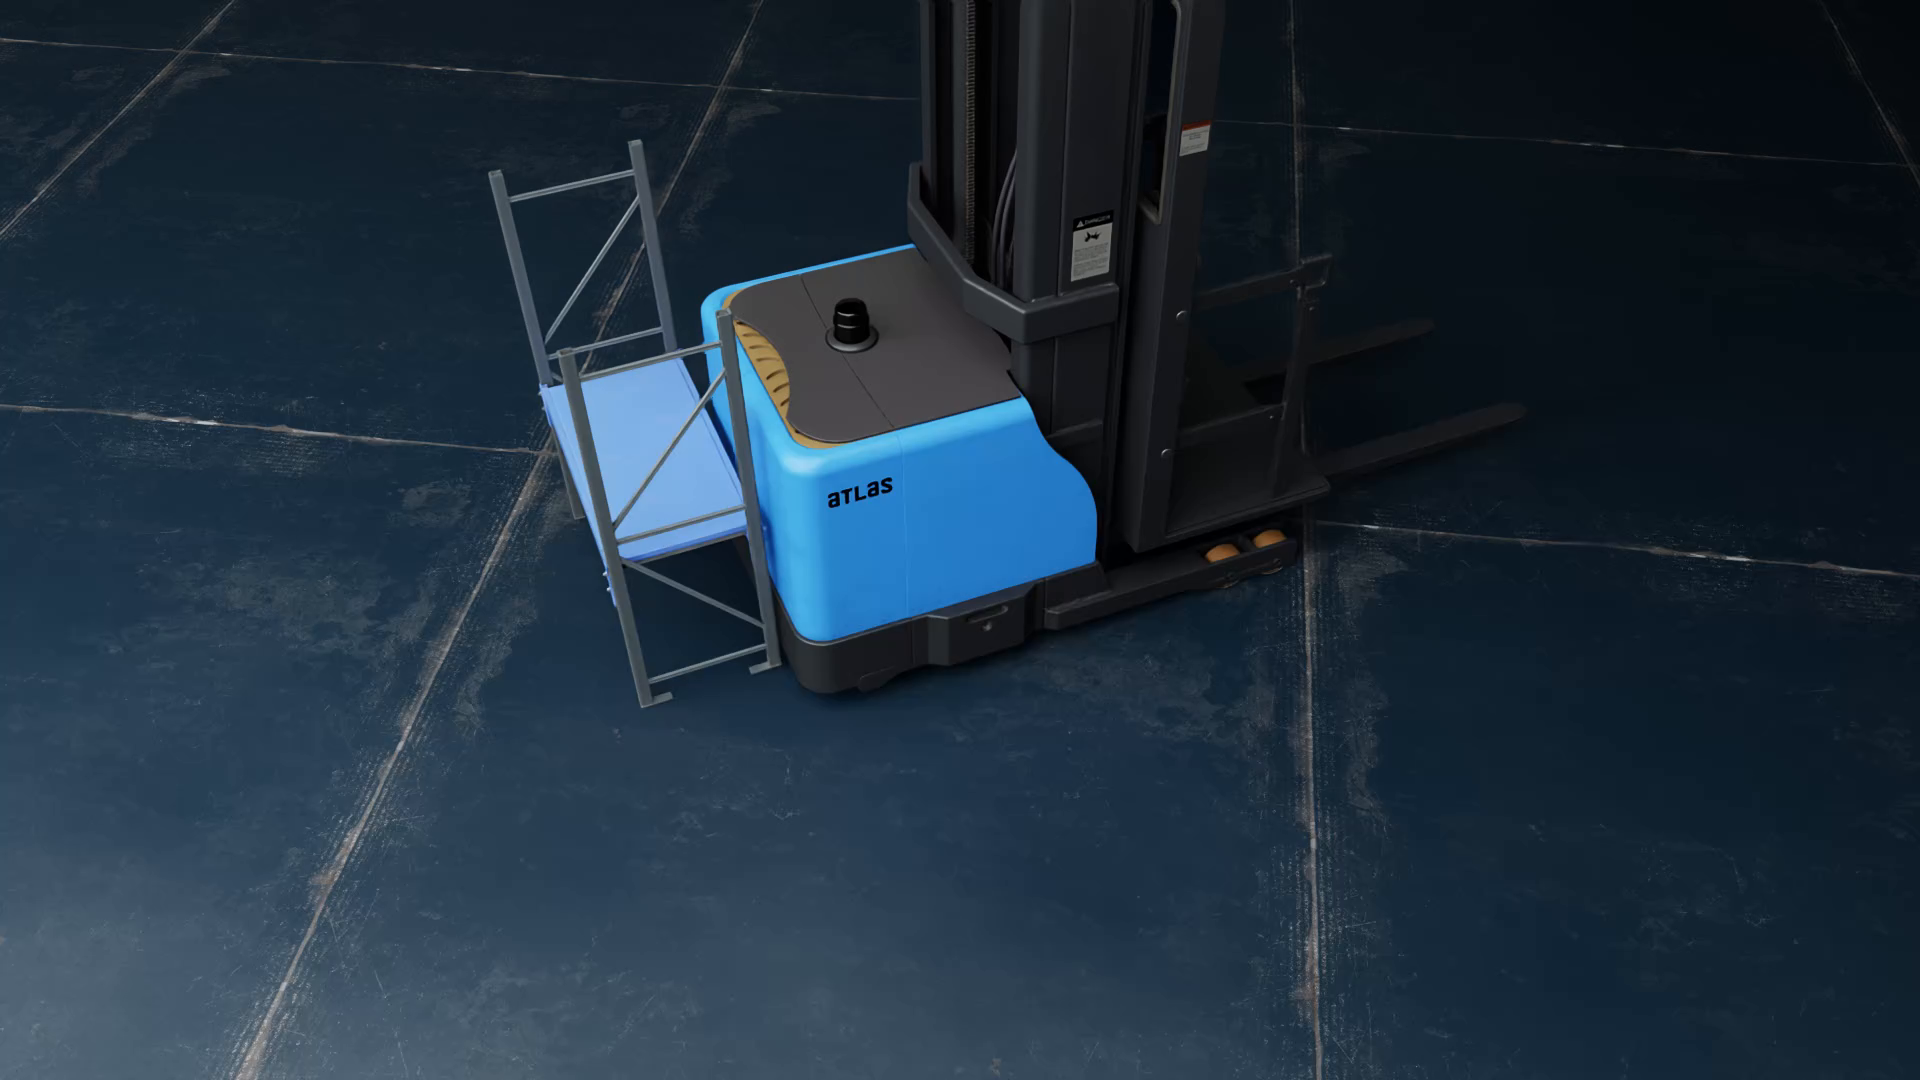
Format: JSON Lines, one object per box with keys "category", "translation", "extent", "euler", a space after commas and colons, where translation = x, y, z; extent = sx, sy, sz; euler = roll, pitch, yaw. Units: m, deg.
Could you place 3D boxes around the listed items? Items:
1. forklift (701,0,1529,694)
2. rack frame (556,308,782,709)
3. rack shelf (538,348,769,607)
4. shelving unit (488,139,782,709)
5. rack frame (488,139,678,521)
{"category": "forklift", "translation": [0.684, -1.207, 5.393], "extent": [3.031, 2.935, 1.130], "euler": [-16, 46, -16]}
{"category": "rack frame", "translation": [-0.870, -0.045, 5.199], "extent": [0.500, 1.500, 0.032], "euler": [-17, 46, -15]}
{"category": "rack shelf", "translation": [-1.059, -0.239, 5.665], "extent": [0.538, 0.185, 1.000], "euler": [-17, 46, -15]}
{"category": "shelving unit", "translation": [-1.063, -0.369, 5.540], "extent": [0.538, 1.500, 1.048], "euler": [-17, 46, -15]}
{"category": "rack frame", "translation": [-1.255, -0.692, 5.882], "extent": [0.500, 1.500, 0.032], "euler": [-17, 46, -15]}
